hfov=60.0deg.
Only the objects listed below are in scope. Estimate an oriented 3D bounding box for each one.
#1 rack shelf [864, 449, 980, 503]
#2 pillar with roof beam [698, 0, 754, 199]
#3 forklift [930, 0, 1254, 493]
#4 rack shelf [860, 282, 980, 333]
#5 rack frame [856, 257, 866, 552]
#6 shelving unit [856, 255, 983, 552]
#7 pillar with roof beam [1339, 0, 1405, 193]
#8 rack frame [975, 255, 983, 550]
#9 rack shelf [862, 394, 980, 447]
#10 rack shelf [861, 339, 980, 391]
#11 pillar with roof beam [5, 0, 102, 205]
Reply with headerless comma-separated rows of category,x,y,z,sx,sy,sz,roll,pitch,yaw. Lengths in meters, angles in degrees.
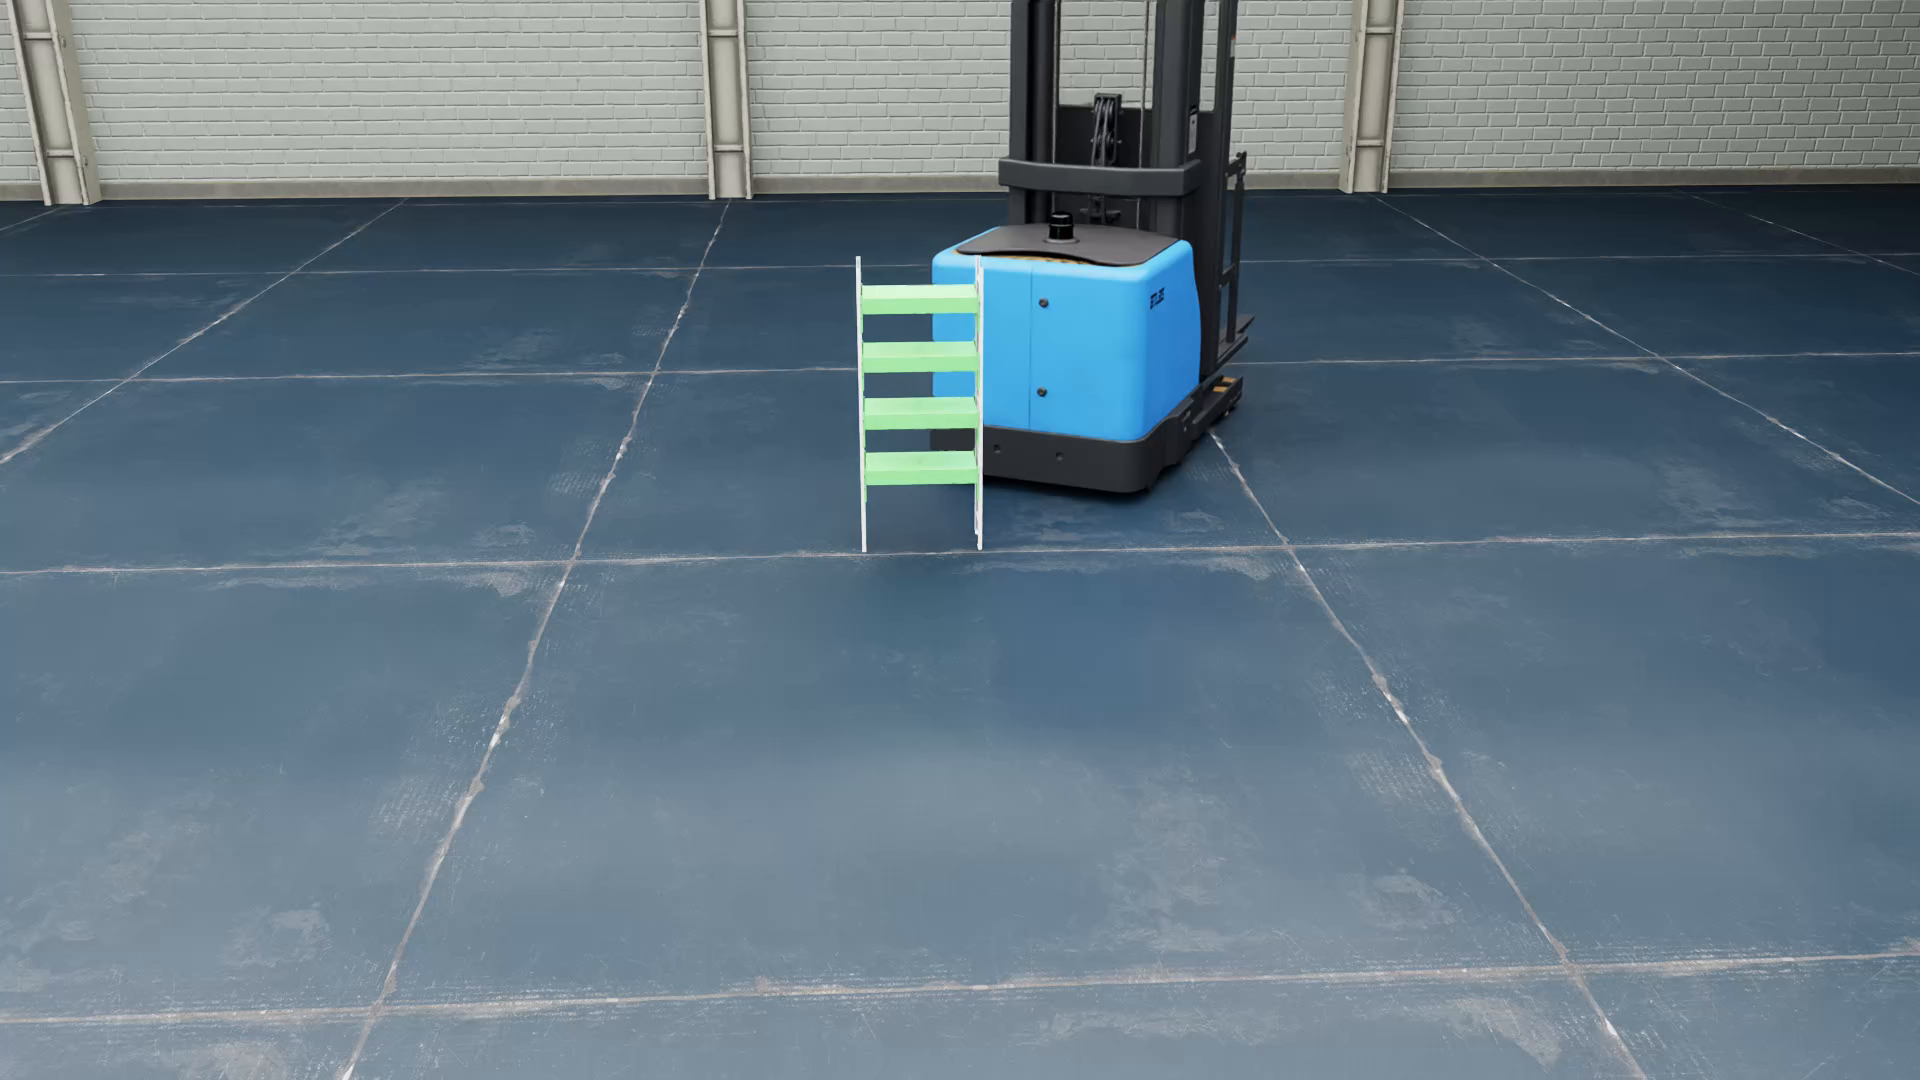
rack shelf,-0.165,-0.273,7.007,0.480,0.148,0.258,-1,21,-3
pillar with roof beam,-1.894,-5.898,9.966,0.400,9.000,9.100,-1,21,-3
forklift,0.889,-2.072,8.444,1.130,2.935,3.031,8,22,21
rack shelf,-0.165,-0.946,6.751,0.480,0.148,0.258,-1,21,-3
rack frame,-0.409,-0.552,6.886,0.015,1.200,0.240,-1,21,-3
shelving unit,-0.165,-0.557,6.899,0.503,1.200,0.258,-1,21,-3
pillar with roof beam,4.096,-6.020,10.287,0.400,9.000,9.100,-1,21,-3
rack frame,0.078,-0.562,6.912,0.015,1.200,0.240,-1,21,-3
rack shelf,-0.165,-0.498,6.921,0.480,0.148,0.258,-1,21,-3
rack shelf,-0.165,-0.722,6.836,0.480,0.148,0.258,-1,21,-3
pillar with roof beam,-7.884,-5.777,9.646,0.400,9.000,9.100,-1,21,-3
